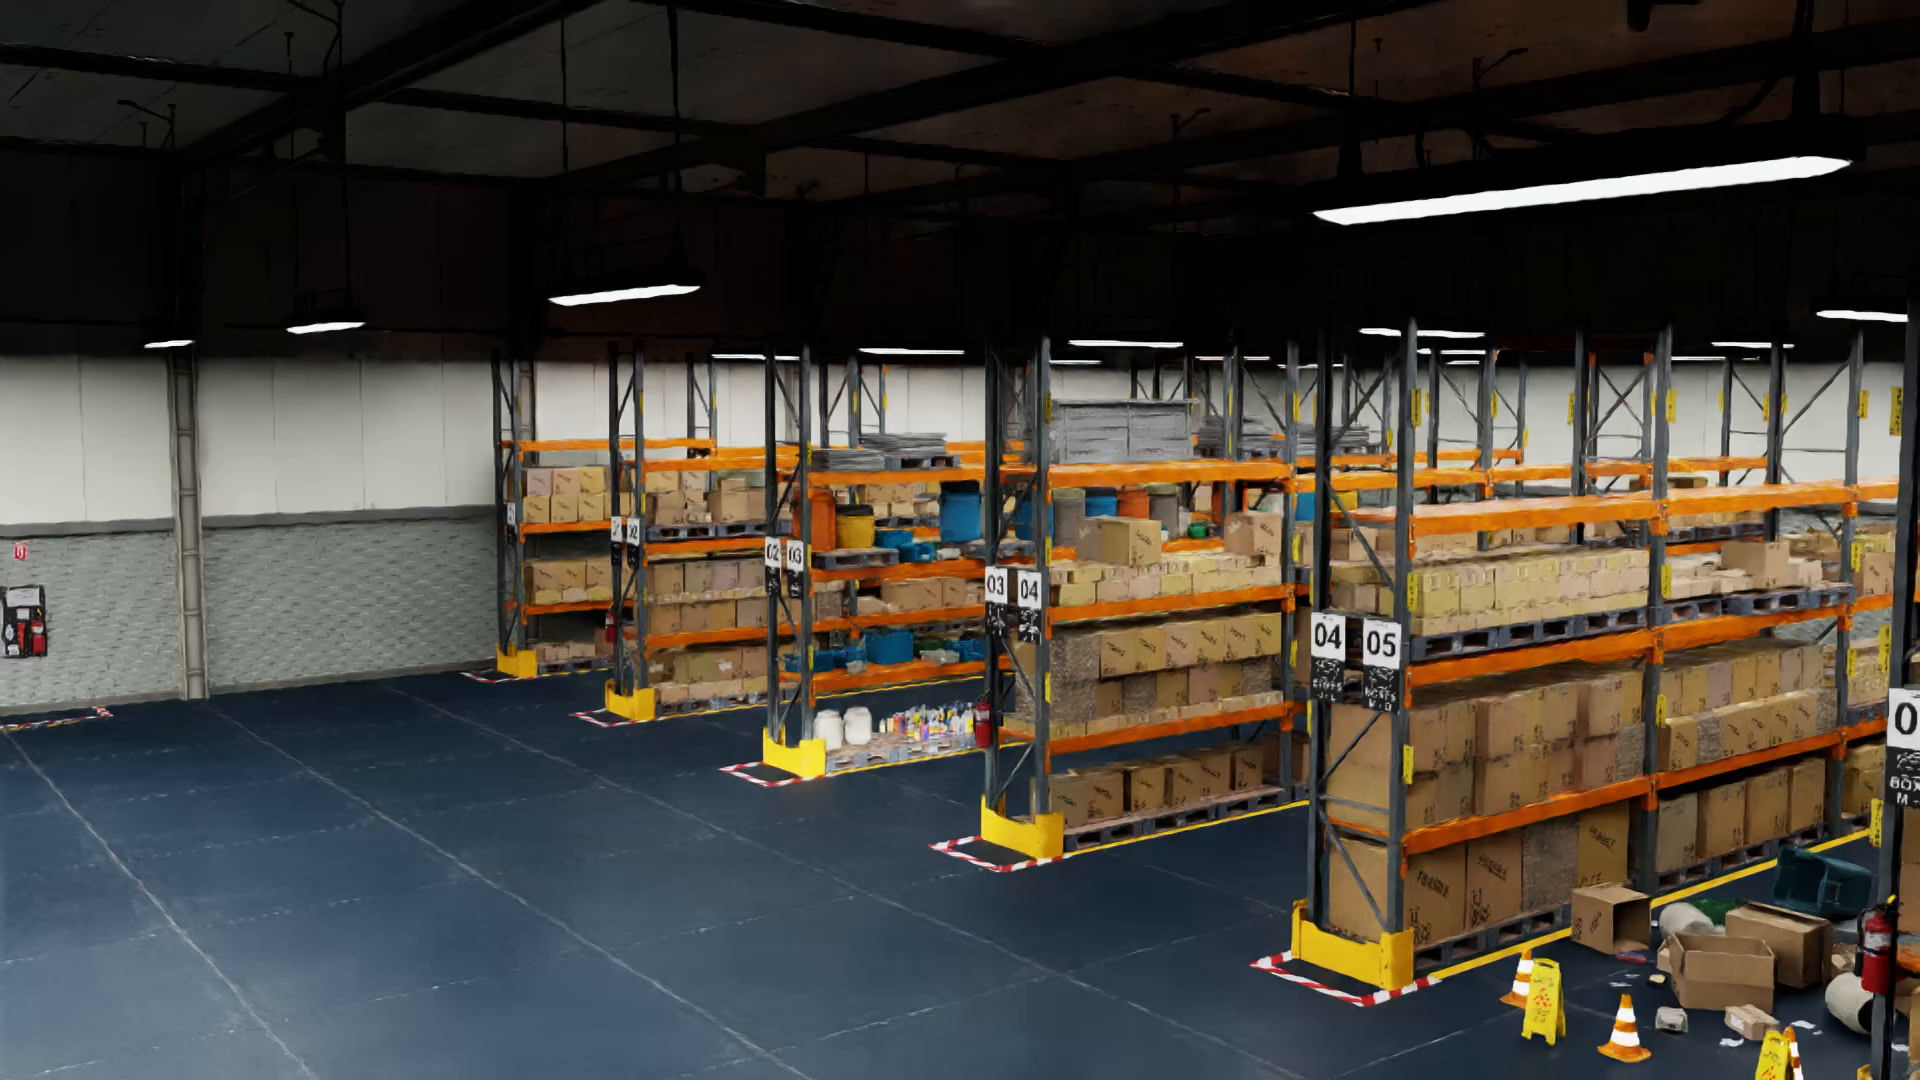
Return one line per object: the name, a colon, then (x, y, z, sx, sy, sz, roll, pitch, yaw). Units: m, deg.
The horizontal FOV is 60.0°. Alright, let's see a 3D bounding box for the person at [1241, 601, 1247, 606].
person: (5.155, 1.716, 30.223, 1.090, 1.567, 0.479, -3, 6, -34)
